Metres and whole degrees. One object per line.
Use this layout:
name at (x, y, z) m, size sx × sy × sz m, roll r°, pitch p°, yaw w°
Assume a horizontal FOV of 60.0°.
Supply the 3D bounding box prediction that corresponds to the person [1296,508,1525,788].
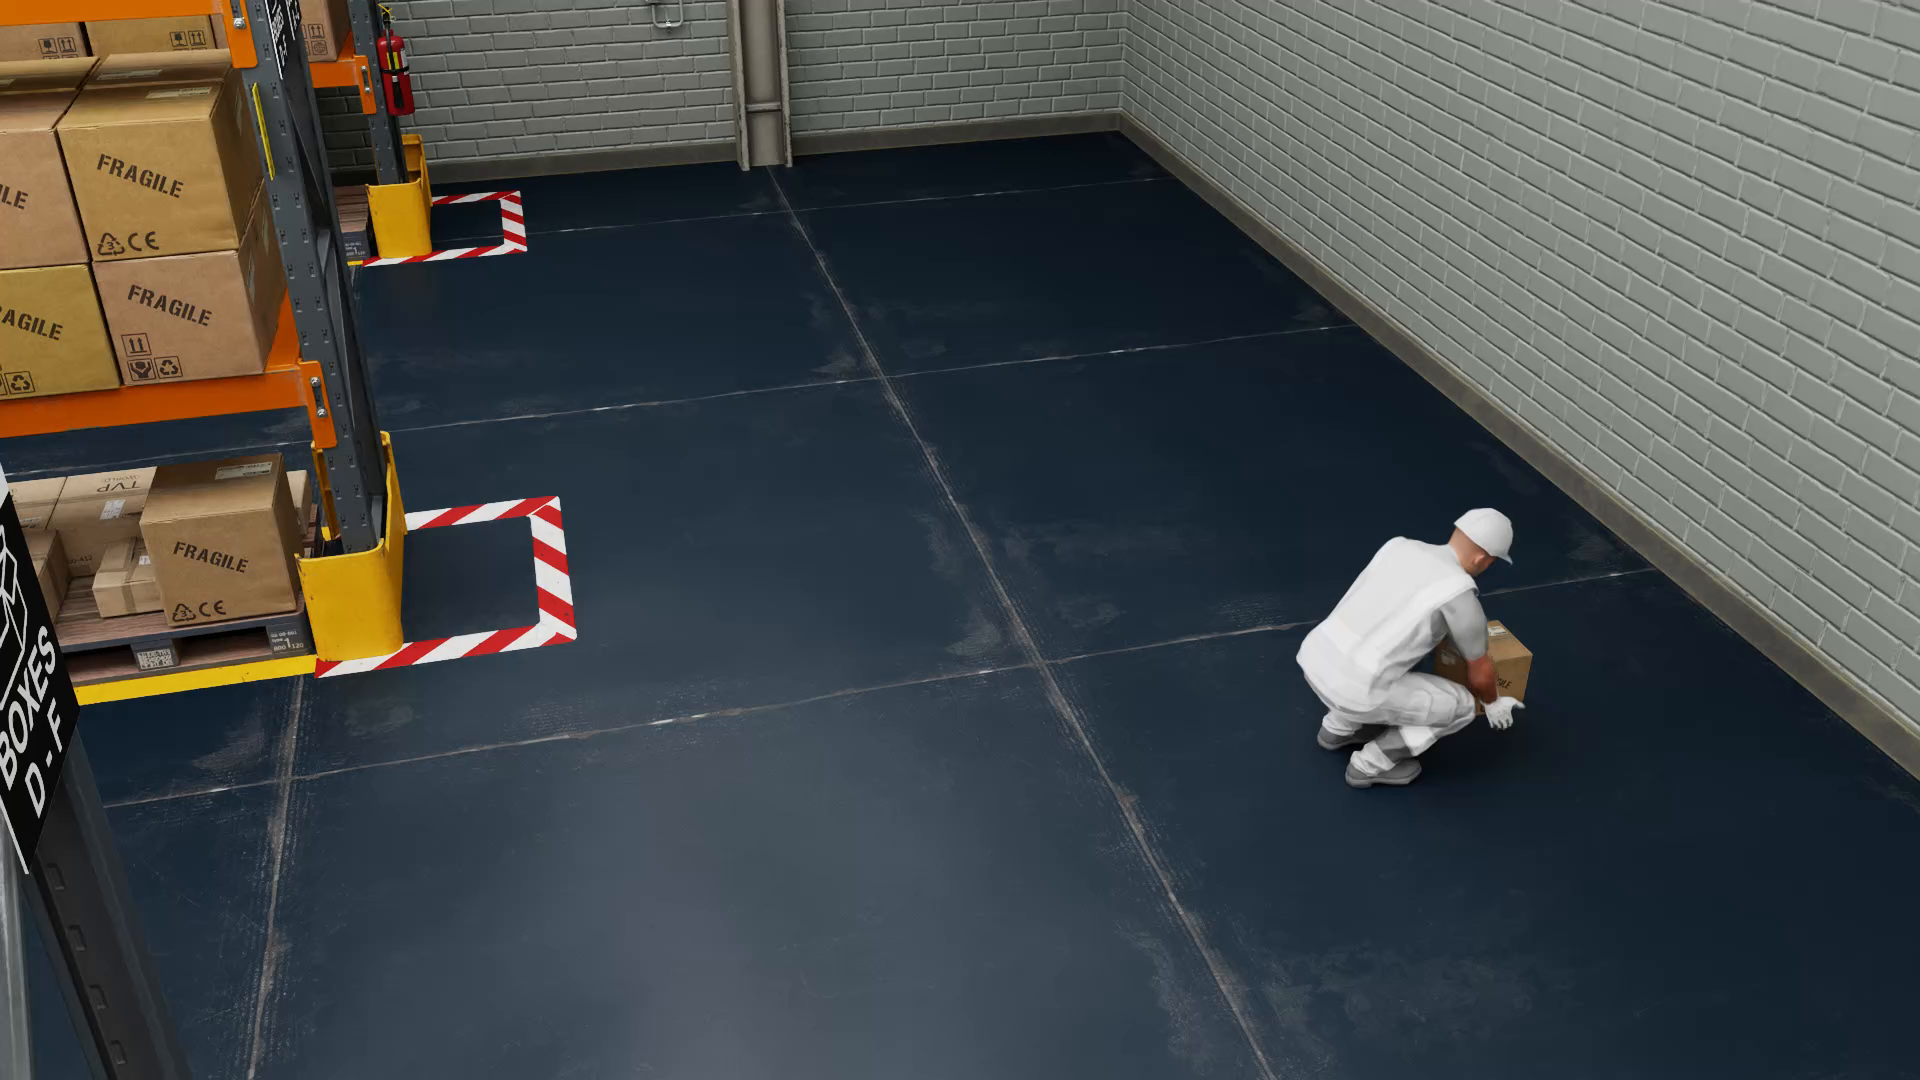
person at (1.694, 0.385, 6.231) m, size 0.866 × 1.006 × 0.555 m, roll -8°, pitch 31°, yaw -14°
